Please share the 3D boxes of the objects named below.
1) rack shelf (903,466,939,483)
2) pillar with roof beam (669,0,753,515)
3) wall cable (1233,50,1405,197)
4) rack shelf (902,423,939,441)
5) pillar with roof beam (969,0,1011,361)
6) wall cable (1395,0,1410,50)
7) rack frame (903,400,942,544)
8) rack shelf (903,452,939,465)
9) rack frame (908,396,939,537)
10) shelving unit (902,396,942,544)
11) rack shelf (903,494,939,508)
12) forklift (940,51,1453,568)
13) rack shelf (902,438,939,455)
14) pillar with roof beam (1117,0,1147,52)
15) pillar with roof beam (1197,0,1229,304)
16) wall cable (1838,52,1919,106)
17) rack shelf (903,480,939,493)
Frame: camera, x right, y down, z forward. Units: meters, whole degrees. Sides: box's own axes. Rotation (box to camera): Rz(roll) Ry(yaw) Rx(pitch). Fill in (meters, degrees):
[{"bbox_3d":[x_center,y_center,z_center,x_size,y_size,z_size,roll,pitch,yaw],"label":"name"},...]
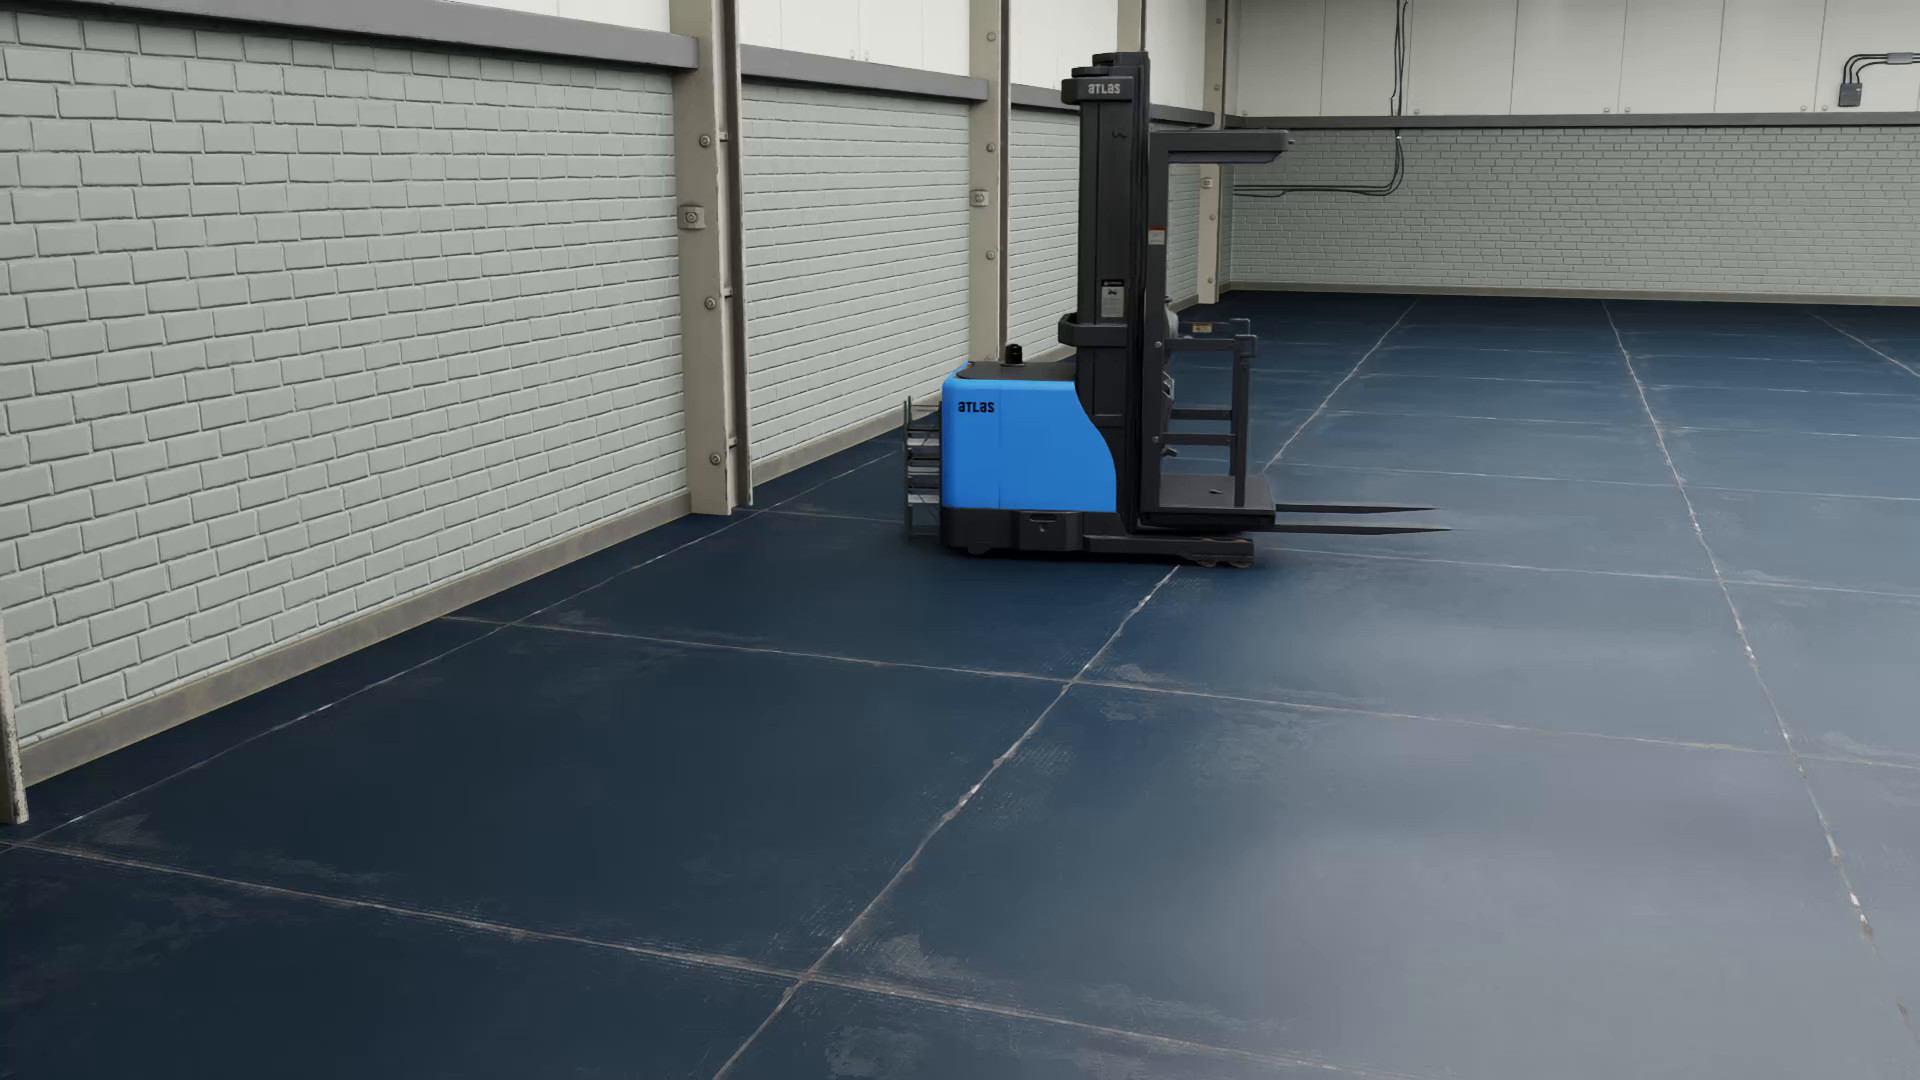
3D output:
[{"bbox_3d":[-0.216,-0.406,10.395,0.258,0.077,0.200,1,13,6],"label":"rack shelf"},{"bbox_3d":[2.425,-4.296,9.088,9.100,9.000,0.400,4,14,18],"label":"pillar with roof beam"},{"bbox_3d":[6.380,-7.407,29.697,3.097,2.526,0.112,4,14,18],"label":"wall cable"},{"bbox_3d":[-0.216,-0.669,10.334,0.258,0.077,0.200,1,13,6],"label":"rack shelf"},{"bbox_3d":[4.366,-5.559,14.623,9.100,9.000,0.400,4,14,18],"label":"pillar with roof beam"},{"bbox_3d":[8.940,-9.675,28.281,3.097,2.526,0.112,4,14,18],"label":"wall cable"},{"bbox_3d":[-0.227,-0.416,10.289,0.240,0.900,0.006,1,13,6],"label":"rack frame"},{"bbox_3d":[-0.216,-0.494,10.375,0.258,0.077,0.200,1,13,6],"label":"rack shelf"},{"bbox_3d":[-0.206,-0.461,10.486,0.240,0.900,0.006,1,13,6],"label":"rack frame"},{"bbox_3d":[-0.216,-0.439,10.387,0.258,0.900,0.210,1,13,6],"label":"shelving unit"},{"bbox_3d":[-0.216,-0.231,10.435,0.258,0.077,0.200,1,13,6],"label":"rack shelf"},{"bbox_3d":[1.435,-1.392,10.000,3.031,2.935,1.130,2,13,7],"label":"forklift"},{"bbox_3d":[-0.216,-0.582,10.354,0.258,0.077,0.200,1,13,6],"label":"rack shelf"},{"bbox_3d":[6.308,-6.823,20.158,9.100,9.000,0.400,4,14,18],"label":"pillar with roof beam"},{"bbox_3d":[8.249,-8.086,25.693,9.100,9.000,0.400,4,14,18],"label":"pillar with roof beam"},{"bbox_3d":[15.358,-9.892,25.963,2.305,6.003,0.169,4,14,18],"label":"wall cable"},{"bbox_3d":[-0.216,-0.318,10.415,0.258,0.077,0.200,1,13,6],"label":"rack shelf"}]
